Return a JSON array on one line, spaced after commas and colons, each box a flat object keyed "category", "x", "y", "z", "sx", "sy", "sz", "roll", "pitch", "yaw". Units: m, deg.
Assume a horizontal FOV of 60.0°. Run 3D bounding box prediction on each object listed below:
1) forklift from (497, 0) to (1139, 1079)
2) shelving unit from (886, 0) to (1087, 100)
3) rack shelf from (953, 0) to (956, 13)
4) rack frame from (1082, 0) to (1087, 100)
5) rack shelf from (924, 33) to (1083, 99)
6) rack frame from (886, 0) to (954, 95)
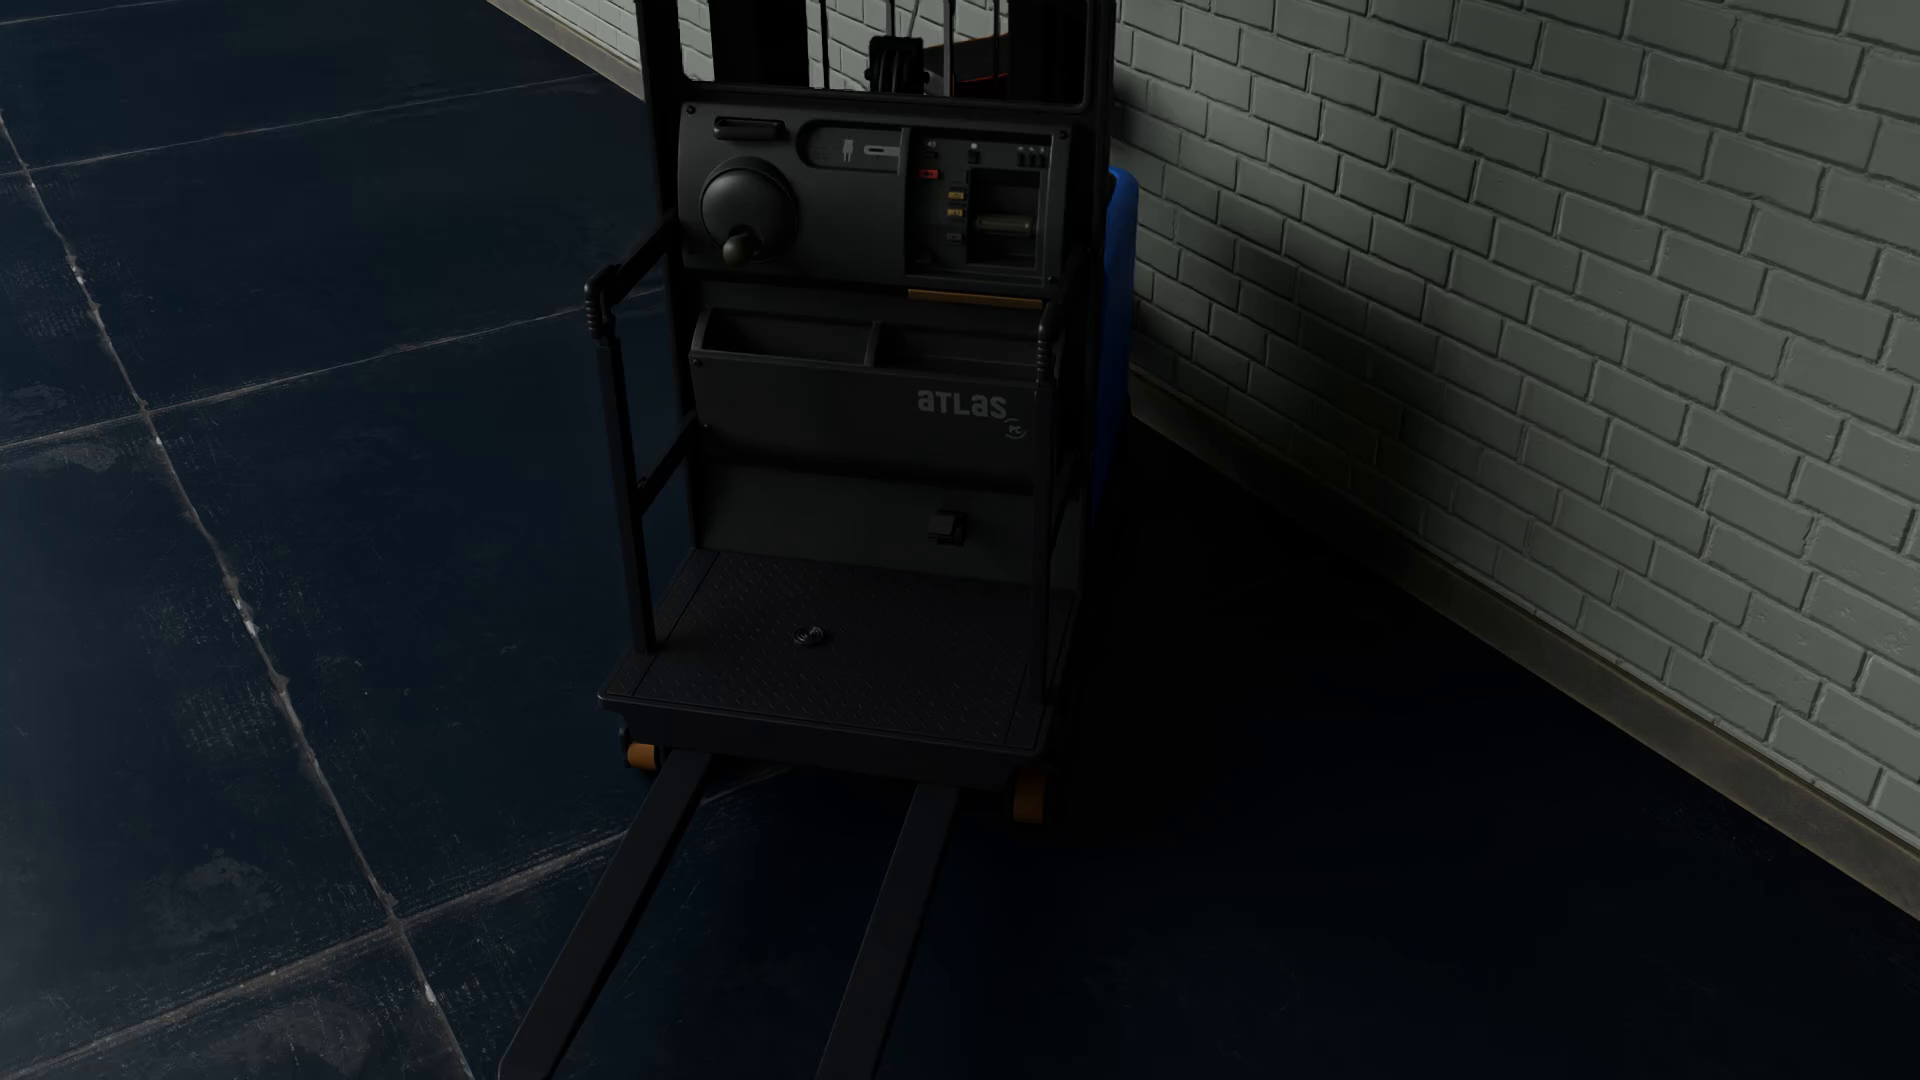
[{"category": "forklift", "x": -0.248, "y": -0.750, "z": 3.692, "sx": 1.130, "sy": 2.935, "sz": 3.031, "roll": 6, "pitch": 33, "yaw": 10}, {"category": "shelving unit", "x": 0.082, "y": -1.378, "z": 5.467, "sx": 0.503, "sy": 2.100, "sz": 0.431, "roll": -18, "pitch": 36, "yaw": -26}, {"category": "rack shelf", "x": 0.082, "y": -1.959, "z": 5.101, "sx": 0.480, "sy": 0.518, "sz": 0.431, "roll": -18, "pitch": 36, "yaw": -26}, {"category": "rack frame", "x": 0.292, "y": -1.445, "z": 5.573, "sx": 0.015, "sy": 2.100, "sz": 0.400, "roll": -18, "pitch": 36, "yaw": -26}, {"category": "rack shelf", "x": 0.082, "y": -1.367, "z": 5.474, "sx": 0.480, "sy": 0.518, "sz": 0.431, "roll": -18, "pitch": 36, "yaw": -26}, {"category": "rack frame", "x": -0.127, "y": -1.312, "z": 5.361, "sx": 0.015, "sy": 2.100, "sz": 0.400, "roll": -18, "pitch": 36, "yaw": -26}]
